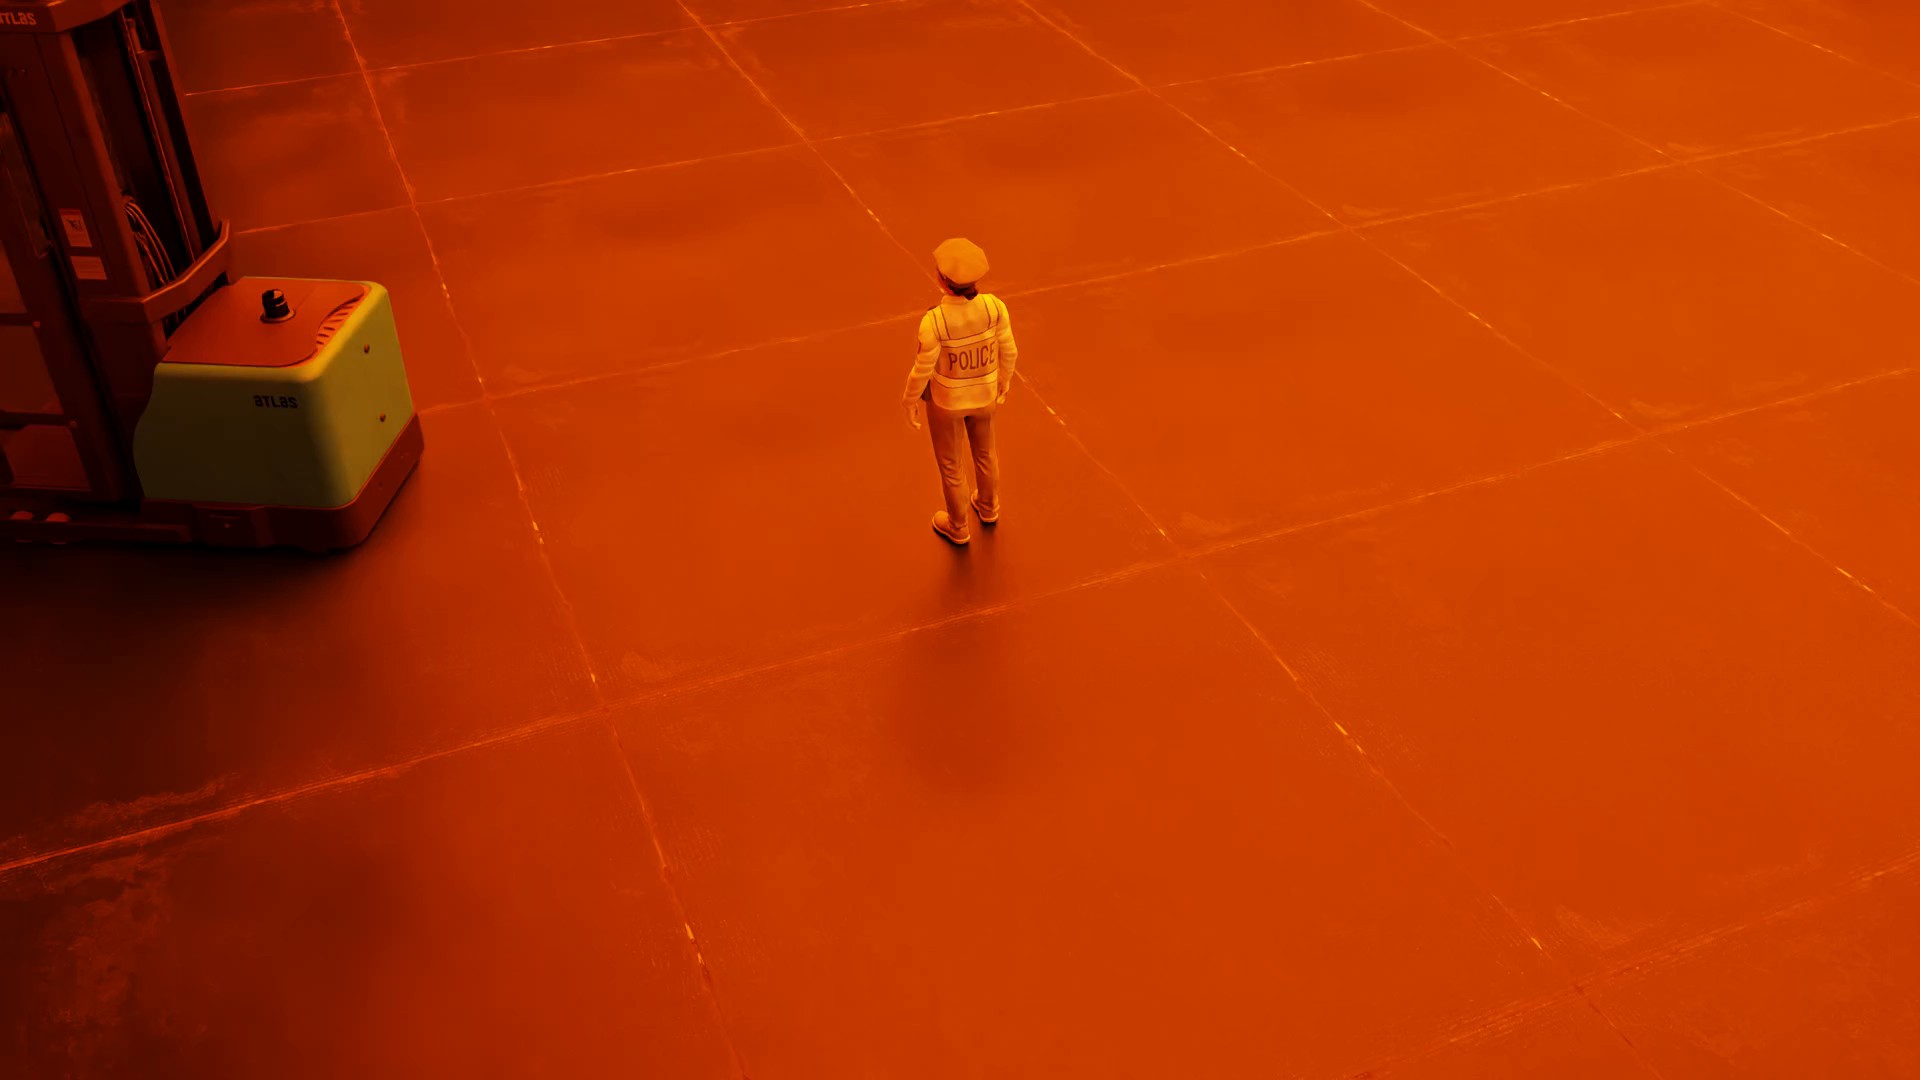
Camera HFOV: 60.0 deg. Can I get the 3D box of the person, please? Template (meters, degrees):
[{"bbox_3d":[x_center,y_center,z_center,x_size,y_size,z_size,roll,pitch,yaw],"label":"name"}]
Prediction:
[{"bbox_3d":[-0.018,-0.735,8.187,0.581,1.695,0.531,-14,38,-19],"label":"person"}]

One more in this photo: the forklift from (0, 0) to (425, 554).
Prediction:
[{"bbox_3d":[-4.513,-1.470,8.166,3.031,2.935,1.130,3,36,4],"label":"forklift"}]
